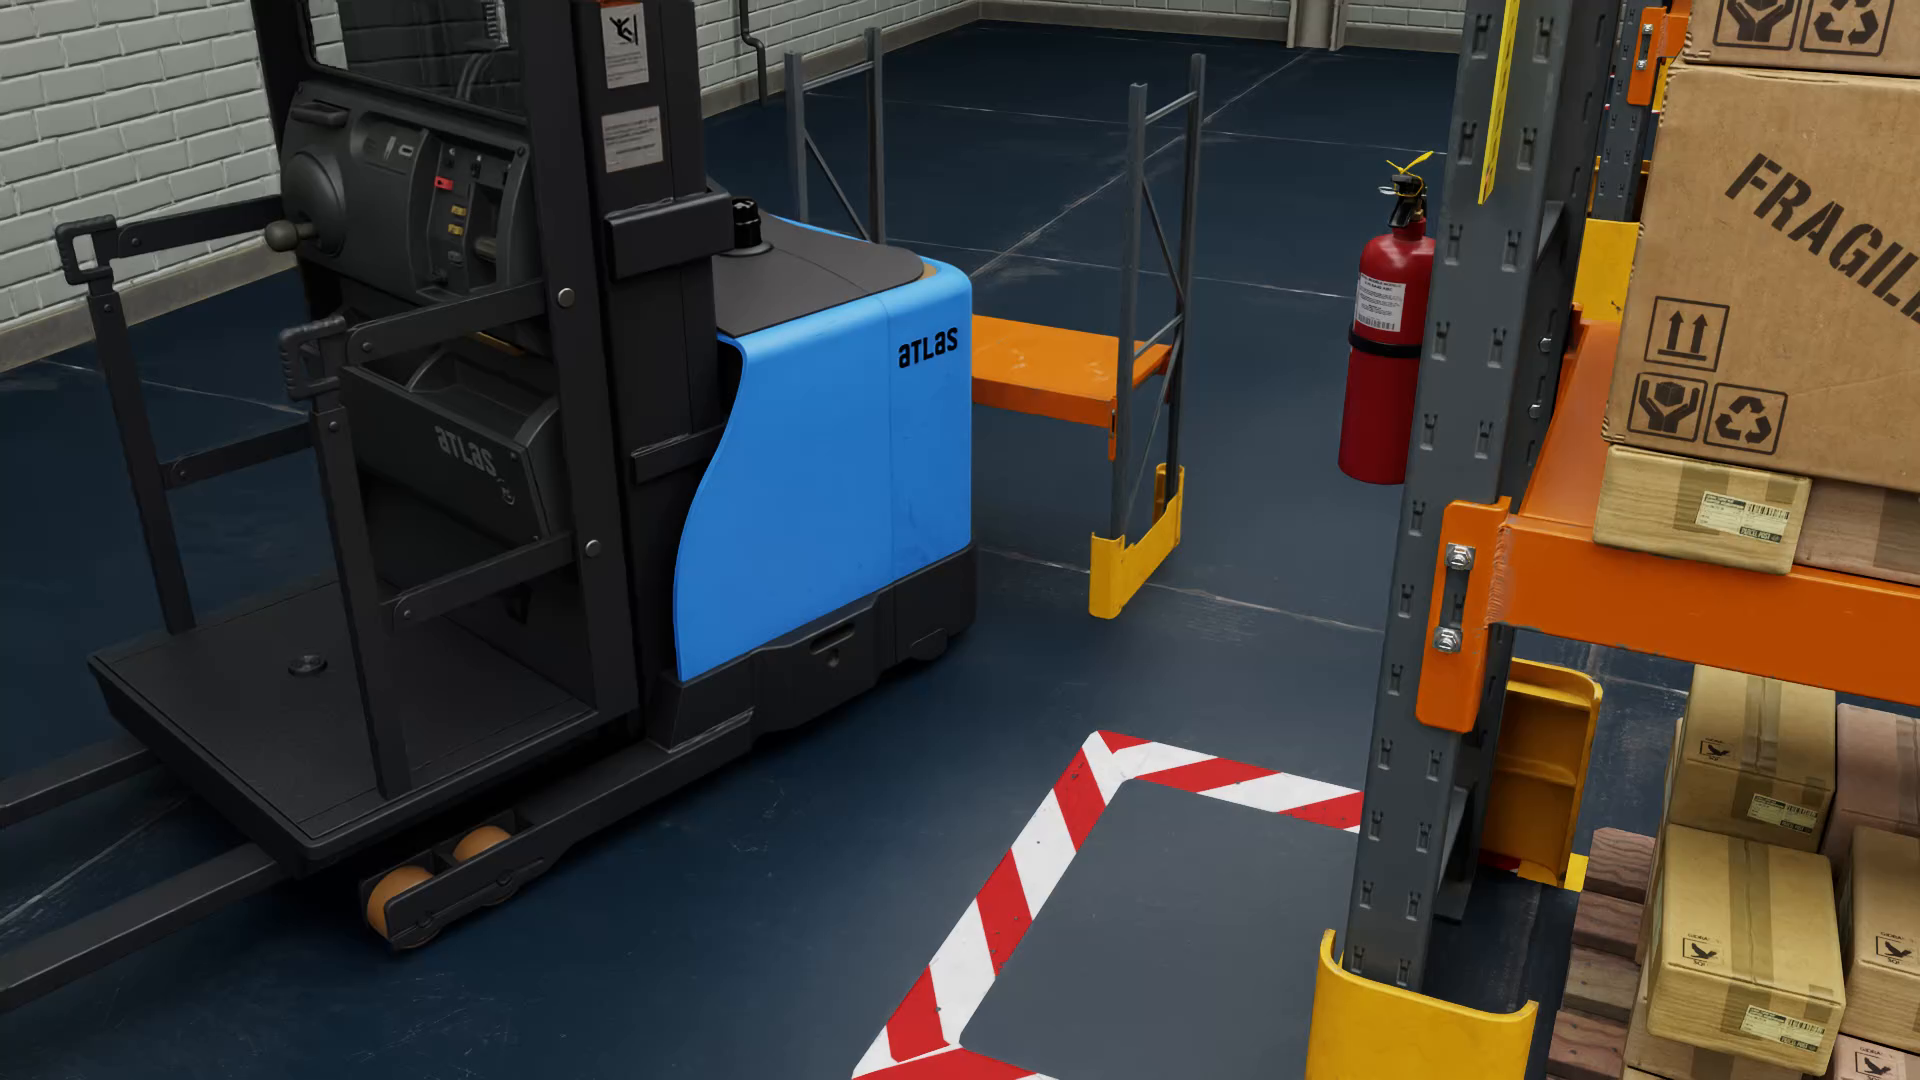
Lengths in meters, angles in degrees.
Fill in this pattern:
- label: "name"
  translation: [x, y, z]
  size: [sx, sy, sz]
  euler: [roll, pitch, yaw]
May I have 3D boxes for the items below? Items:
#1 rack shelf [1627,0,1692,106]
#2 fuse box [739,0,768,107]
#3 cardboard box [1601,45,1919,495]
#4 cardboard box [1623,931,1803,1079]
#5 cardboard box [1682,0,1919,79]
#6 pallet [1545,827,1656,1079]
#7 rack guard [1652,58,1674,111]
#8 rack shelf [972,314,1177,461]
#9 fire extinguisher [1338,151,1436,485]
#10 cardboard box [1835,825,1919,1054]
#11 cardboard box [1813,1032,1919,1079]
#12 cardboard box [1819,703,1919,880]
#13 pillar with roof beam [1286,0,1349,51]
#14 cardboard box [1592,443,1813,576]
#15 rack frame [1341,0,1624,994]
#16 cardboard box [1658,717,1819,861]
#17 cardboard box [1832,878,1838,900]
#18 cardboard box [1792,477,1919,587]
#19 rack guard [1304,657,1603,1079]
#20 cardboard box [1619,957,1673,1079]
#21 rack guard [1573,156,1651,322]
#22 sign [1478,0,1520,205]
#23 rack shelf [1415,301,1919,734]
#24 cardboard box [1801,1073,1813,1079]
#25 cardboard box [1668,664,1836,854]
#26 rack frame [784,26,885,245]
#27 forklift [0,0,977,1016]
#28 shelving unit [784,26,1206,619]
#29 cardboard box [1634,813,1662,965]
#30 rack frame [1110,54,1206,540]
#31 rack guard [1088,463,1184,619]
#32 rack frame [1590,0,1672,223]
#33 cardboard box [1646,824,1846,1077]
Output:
- label: "rack shelf"
  translation: [4.679, -1.738, 6.199]
  size: [4.000, 0.370, 1.077]
  euler: [11, 28, 22]
- label: "fuse box"
  translation: [-1.282, -3.688, 10.804]
  size: [0.414, 1.711, 0.539]
  euler: [11, 28, 22]
- label: "cardboard box"
  translation: [1.196, -0.403, 2.222]
  size: [0.500, 0.500, 0.500]
  euler: [13, 29, 24]
- label: "cardboard box"
  translation: [1.272, 0.738, 2.769]
  size: [0.250, 0.149, 0.380]
  euler: [13, 29, 24]
- label: "cardboard box"
  translation: [1.200, -0.856, 2.010]
  size: [0.500, 0.500, 0.500]
  euler: [11, 28, 21]
- label: "pallet"
  translation: [1.695, 1.010, 2.960]
  size: [1.213, 0.211, 1.003]
  euler: [11, 28, 22]
- label: "rack guard"
  translation: [4.979, -3.288, 11.362]
  size: [0.348, 0.500, 1.175]
  euler: [11, 28, 22]
- label: "rack shelf"
  translation: [0.095, -0.501, 4.977]
  size: [1.000, 0.185, 0.538]
  euler: [12, 29, 24]
- label: "fire extinguisher"
  translation: [0.863, -0.447, 3.272]
  size: [0.183, 0.674, 0.296]
  euler: [11, 28, 22]
- label: "cardboard box"
  translation: [1.538, 0.640, 2.632]
  size: [0.250, 0.149, 0.380]
  euler: [12, 29, 23]
- label: "cardboard box"
  translation: [1.498, 0.811, 2.622]
  size: [0.250, 0.149, 0.380]
  euler: [11, 28, 22]
- label: "cardboard box"
  translation: [1.693, 0.470, 2.978]
  size: [0.250, 0.149, 0.380]
  euler: [12, 29, 23]
- label: "pillar with roof beam"
  translation: [1.046, -6.239, 7.734]
  size: [0.400, 9.000, 9.100]
  euler: [11, 28, 22]
- label: "cardboard box"
  translation: [1.060, -0.114, 2.370]
  size: [0.250, 0.149, 0.380]
  euler: [11, 28, 21]
- label: "rack frame"
  translation: [0.901, -0.418, 2.702]
  size: [0.127, 3.000, 1.000]
  euler: [11, 28, 22]
- label: "cardboard box"
  translation: [1.500, 0.521, 3.211]
  size: [0.250, 0.149, 0.380]
  euler: [11, 28, 20]
- label: "cardboard box"
  translation: [1.715, 0.591, 3.070]
  size: [0.250, 0.149, 0.380]
  euler: [11, 28, 21]
- label: "cardboard box"
  translation: [1.309, -0.084, 2.309]
  size: [0.250, 0.149, 0.380]
  euler: [12, 29, 24]
- label: "rack guard"
  translation: [0.970, 0.718, 3.226]
  size: [0.348, 0.500, 1.175]
  euler: [11, 28, 22]
- label: "cardboard box"
  translation: [1.246, 0.897, 2.783]
  size: [0.250, 0.149, 0.380]
  euler: [12, 29, 23]
- label: "rack guard"
  translation: [2.836, -1.309, 7.344]
  size: [0.348, 0.500, 1.175]
  euler: [11, 28, 22]
- label: "sign"
  translation: [0.677, -0.588, 2.068]
  size: [0.005, 0.325, 0.100]
  euler: [11, 28, 22]
- label: "rack shelf"
  translation: [2.722, 0.271, 2.119]
  size: [4.000, 0.370, 1.077]
  euler: [11, 28, 22]
- label: "cardboard box"
  translation: [1.518, 0.912, 2.753]
  size: [0.250, 0.149, 0.380]
  euler: [11, 28, 22]
- label: "cardboard box"
  translation: [1.488, 0.401, 3.118]
  size: [0.250, 0.149, 0.380]
  euler: [12, 29, 22]
- label: "rack frame"
  translation: [-0.360, -0.762, 5.100]
  size: [0.032, 1.500, 0.500]
  euler: [12, 29, 24]
- label: "forklift"
  translation: [-1.329, -0.712, 3.377]
  size: [1.130, 2.935, 3.031]
  euler: [23, 34, 38]
- label: "shelving unit"
  translation: [0.087, -0.664, 4.901]
  size: [1.083, 1.500, 0.587]
  euler: [12, 29, 24]
- label: "cardboard box"
  translation: [1.467, 0.685, 3.214]
  size: [0.250, 0.149, 0.380]
  euler: [12, 29, 23]
- label: "rack frame"
  translation: [0.550, -0.562, 4.694]
  size: [0.032, 1.500, 0.500]
  euler: [12, 29, 24]
- label: "rack guard"
  translation: [0.533, -0.005, 4.978]
  size: [0.087, 0.250, 0.587]
  euler: [12, 29, 24]
- label: "rack frame"
  translation: [2.858, -2.427, 6.783]
  size: [0.127, 3.000, 1.000]
  euler: [11, 28, 22]
- label: "cardboard box"
  translation: [1.238, 0.638, 2.636]
  size: [0.250, 0.149, 0.380]
  euler: [10, 28, 19]
